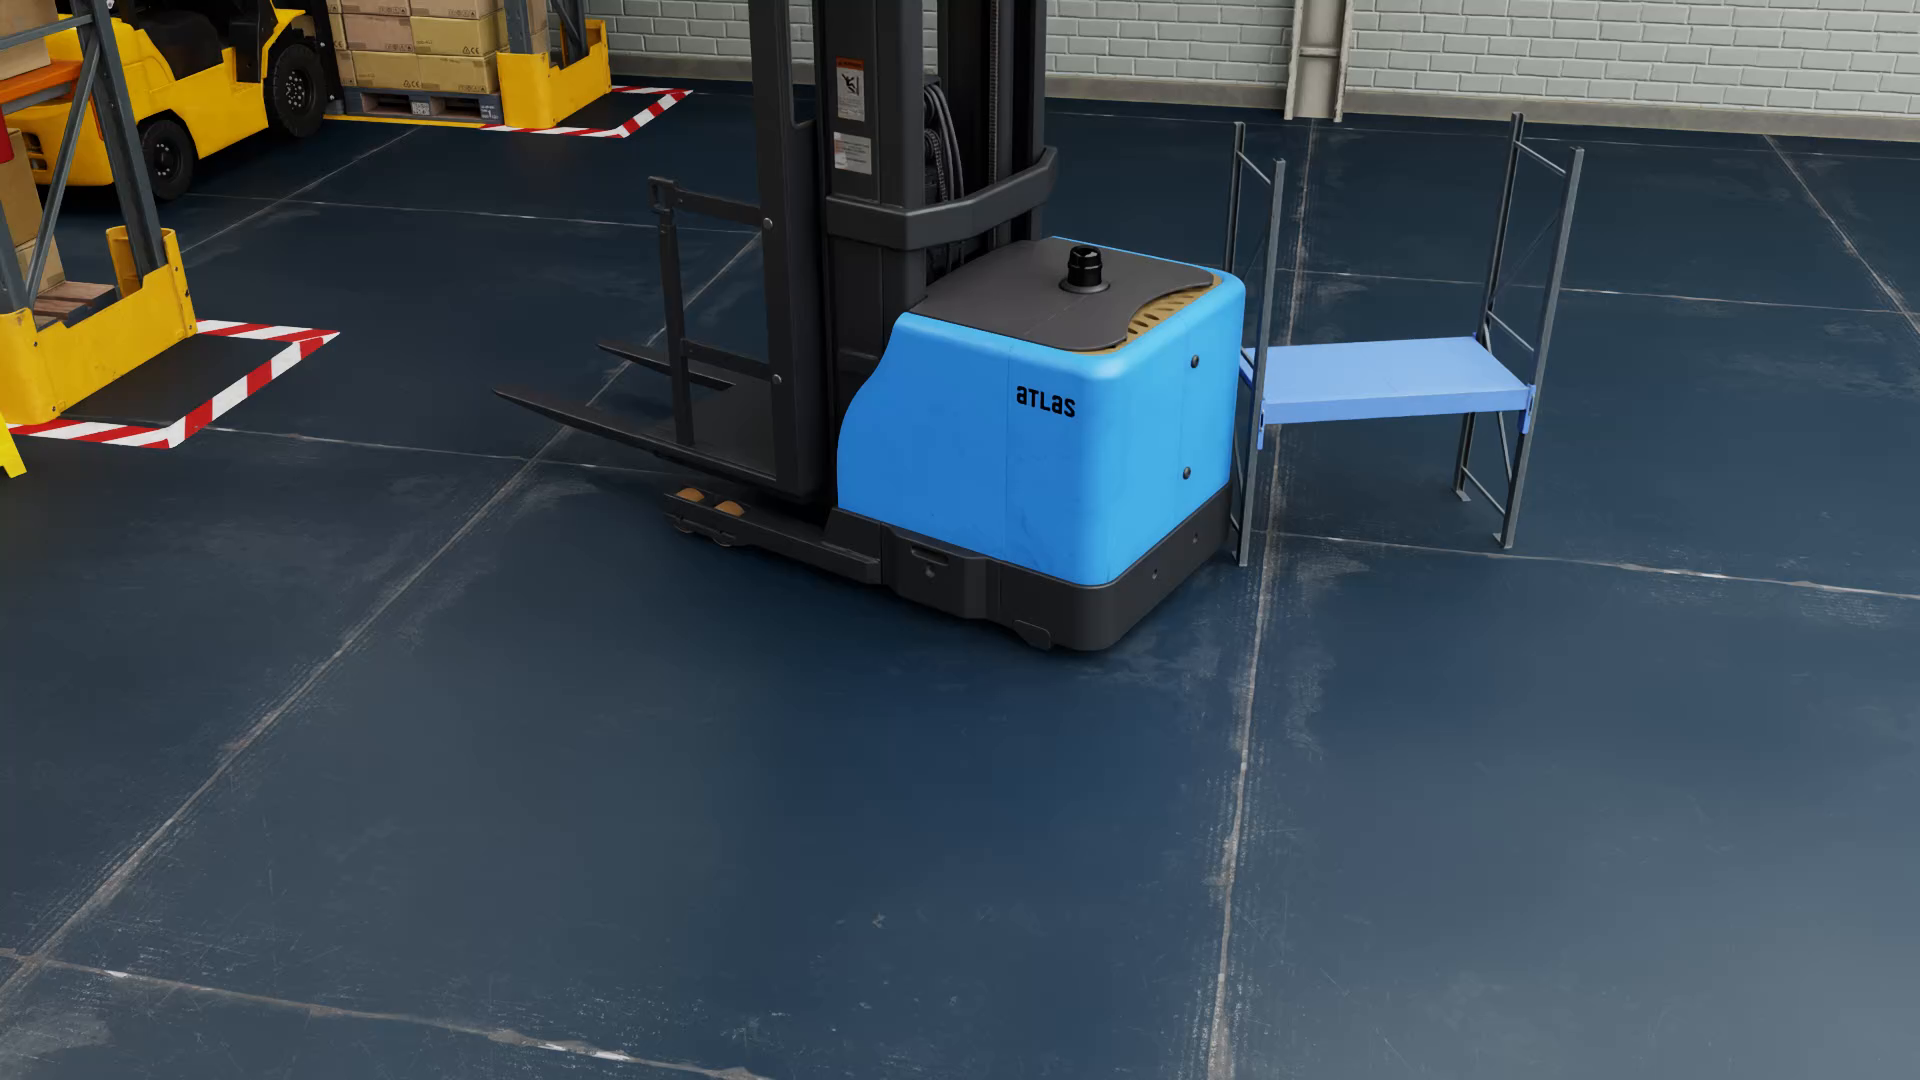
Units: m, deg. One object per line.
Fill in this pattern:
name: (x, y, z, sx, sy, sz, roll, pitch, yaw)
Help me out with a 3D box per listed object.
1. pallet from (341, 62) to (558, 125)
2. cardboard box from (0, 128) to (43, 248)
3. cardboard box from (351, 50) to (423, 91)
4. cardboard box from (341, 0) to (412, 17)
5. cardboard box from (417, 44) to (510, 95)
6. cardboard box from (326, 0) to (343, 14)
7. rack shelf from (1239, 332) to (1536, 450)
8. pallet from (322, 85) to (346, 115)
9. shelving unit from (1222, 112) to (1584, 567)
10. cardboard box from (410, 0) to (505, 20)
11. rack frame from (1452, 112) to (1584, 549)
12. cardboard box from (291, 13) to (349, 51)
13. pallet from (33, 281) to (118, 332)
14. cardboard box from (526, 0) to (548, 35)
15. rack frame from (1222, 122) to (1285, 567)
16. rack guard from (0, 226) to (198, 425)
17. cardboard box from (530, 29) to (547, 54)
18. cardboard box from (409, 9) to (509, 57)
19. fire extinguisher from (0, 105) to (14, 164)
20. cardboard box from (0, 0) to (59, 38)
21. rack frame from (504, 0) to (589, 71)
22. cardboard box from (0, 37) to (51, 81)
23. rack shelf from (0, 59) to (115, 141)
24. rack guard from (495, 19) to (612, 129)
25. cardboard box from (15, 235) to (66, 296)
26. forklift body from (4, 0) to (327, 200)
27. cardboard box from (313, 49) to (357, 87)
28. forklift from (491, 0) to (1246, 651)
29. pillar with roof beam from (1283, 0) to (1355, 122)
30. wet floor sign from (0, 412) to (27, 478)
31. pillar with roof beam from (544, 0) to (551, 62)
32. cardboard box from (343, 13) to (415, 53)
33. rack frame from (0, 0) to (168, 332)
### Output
pallet: (-3.643, -3.252, 11.971, 1.213, 0.211, 1.003, 6, 29, 11)
cardboard box: (-4.674, -1.607, 7.707, 0.500, 0.500, 0.500, 5, 29, 9)
cardboard box: (-3.896, -3.350, 11.671, 0.500, 0.250, 0.500, 6, 29, 11)
cardboard box: (-3.903, -3.783, 11.422, 0.500, 0.250, 0.500, 6, 29, 11)
cardboard box: (-3.412, -3.295, 11.571, 0.500, 0.250, 0.500, 6, 29, 11)
cardboard box: (-4.398, -3.829, 11.506, 0.500, 0.250, 0.500, 6, 29, 11)
rack shelf: (1.503, -0.553, 6.072, 1.000, 0.185, 0.538, -4, 29, -7)
pallet: (-4.833, -3.376, 12.196, 1.213, 0.211, 1.003, 6, 29, 11)
shelving unit: (1.503, -0.710, 5.986, 1.048, 1.500, 0.538, -4, 29, -7)
cardboard box: (-3.402, -3.735, 11.333, 0.500, 0.250, 0.500, 7, 29, 12)
rack frame: (2.007, -0.743, 6.046, 0.032, 1.500, 0.500, -4, 29, -7)
cardboard box: (-4.425, -3.615, 11.635, 0.500, 0.250, 0.500, 5, 29, 9)
pallet: (-4.781, -0.970, 7.801, 1.213, 0.211, 1.003, 6, 29, 11)
cardboard box: (-3.303, -3.761, 11.901, 0.500, 0.250, 0.500, 6, 29, 11)
rack frame: (0.999, -0.677, 5.926, 0.032, 1.500, 0.500, -4, 29, -7)
rack guard: (-3.994, -0.998, 7.553, 0.348, 0.500, 1.175, 6, 29, 11)
cardboard box: (-3.326, -3.538, 12.014, 0.500, 0.250, 0.500, 6, 29, 11)
cardboard box: (-3.428, -3.518, 11.457, 0.500, 0.250, 0.500, 5, 29, 10)
fire extinguisher: (-3.904, -1.825, 6.541, 0.183, 0.674, 0.296, 6, 29, 11)
cardboard box: (-4.325, -2.439, 7.168, 0.500, 0.500, 0.500, 5, 29, 10)
rack frame: (-2.887, -4.418, 11.197, 0.127, 3.000, 1.000, 6, 29, 11)
cardboard box: (-4.208, -2.108, 7.239, 0.250, 0.149, 0.380, 6, 29, 11)
rack shelf: (-5.875, -1.972, 7.477, 4.000, 0.370, 1.077, 6, 29, 11)
rack guard: (-2.863, -3.320, 11.793, 0.348, 0.500, 1.175, 6, 29, 11)
cardboard box: (-4.651, -1.276, 7.883, 0.500, 0.250, 0.500, 6, 29, 10)
forklift body: (-5.122, -3.380, 10.183, 1.214, 2.155, 2.313, 6, 29, 11)
cardboard box: (-4.384, -3.404, 11.770, 0.500, 0.250, 0.500, 6, 29, 11)
forklift: (-0.519, -1.452, 5.850, 3.031, 2.935, 1.130, 18, 33, 29)
pillar with roof beam: (1.589, -4.920, 5.865, 0.400, 9.000, 9.100, 6, 29, 11)
wet floor sign: (-3.957, -0.533, 6.551, 0.232, 0.644, 0.267, 17, 33, 28)
pillar with roof beam: (-4.278, -5.521, 6.964, 0.400, 9.000, 9.100, 6, 29, 11)
cardboard box: (-3.916, -3.573, 11.558, 0.500, 0.250, 0.500, 6, 29, 10)
rack frame: (-3.919, -2.087, 6.938, 0.127, 3.000, 1.000, 6, 29, 11)
